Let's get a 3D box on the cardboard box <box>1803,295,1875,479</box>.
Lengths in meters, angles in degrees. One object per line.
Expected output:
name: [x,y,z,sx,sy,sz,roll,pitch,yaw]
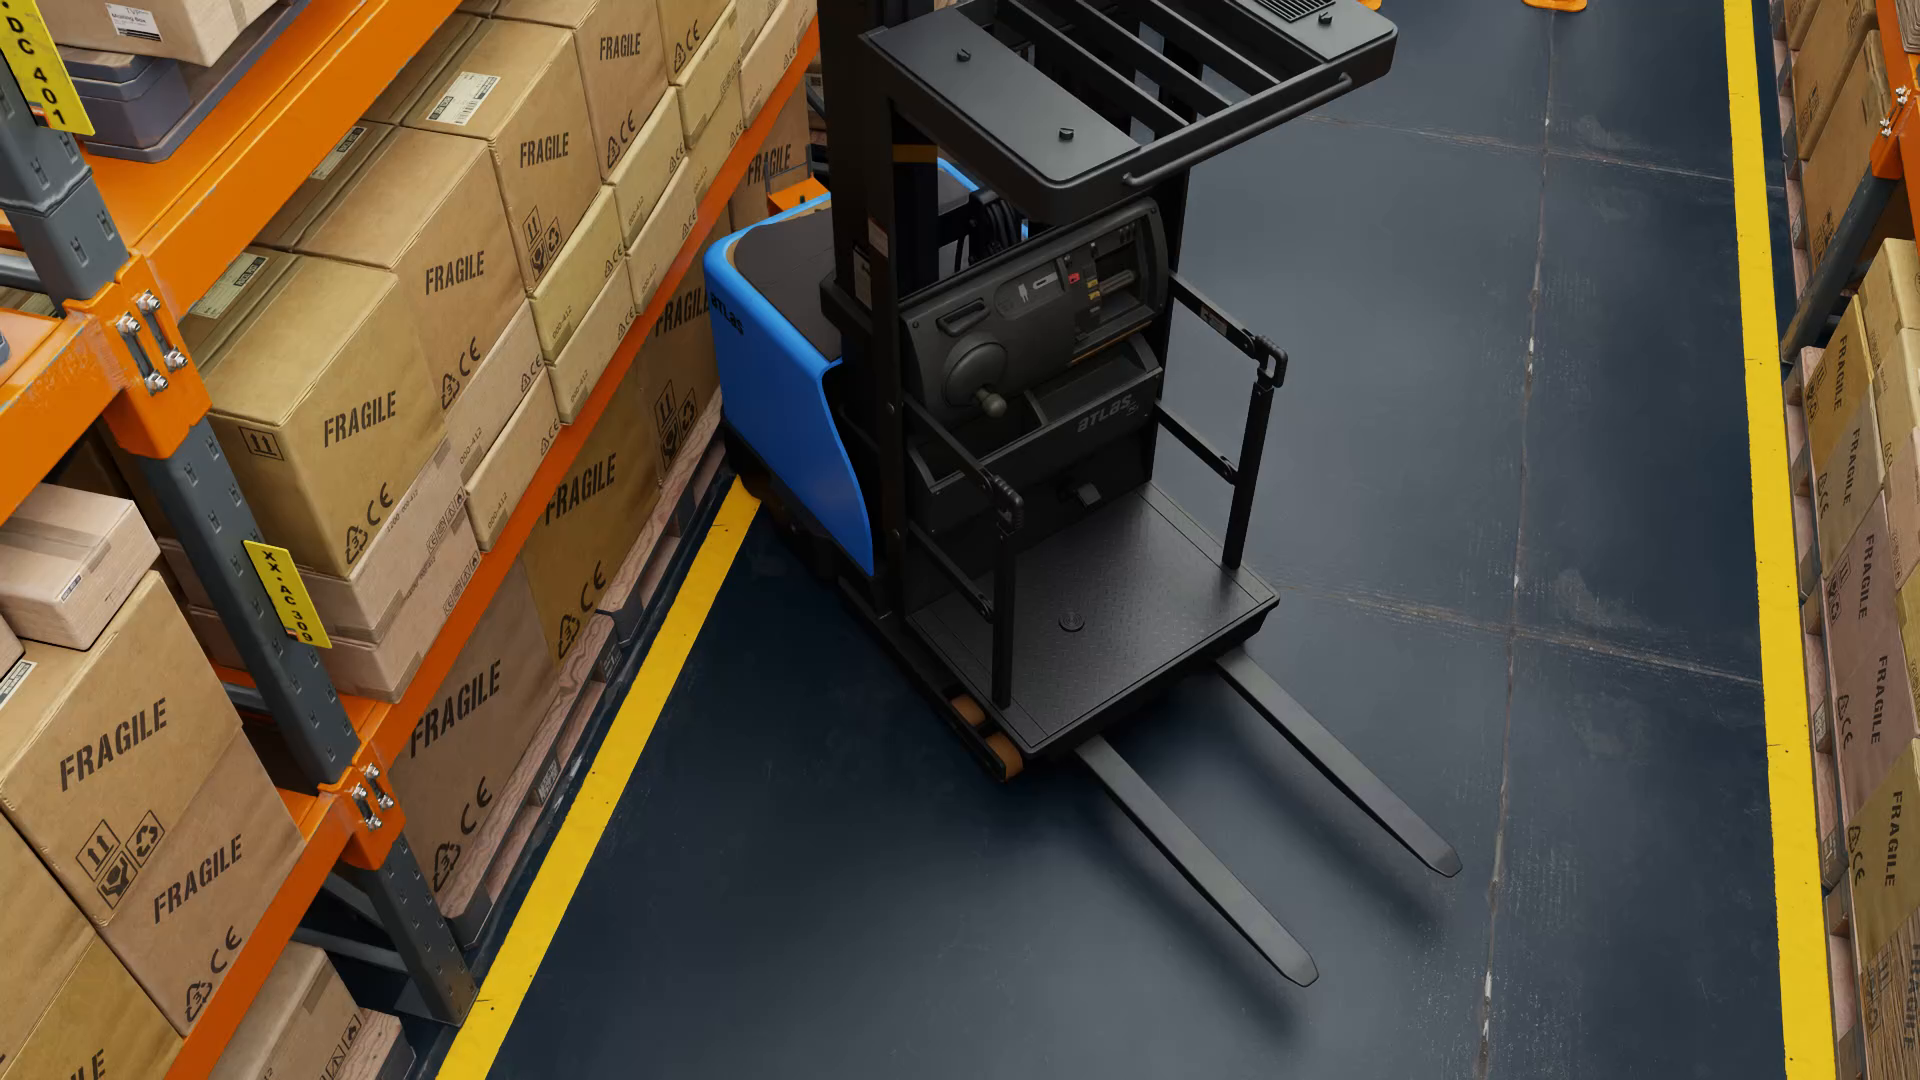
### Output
cardboard box: [3.469,-0.517,6.093,0.500,0.500,0.500,10,49,8]

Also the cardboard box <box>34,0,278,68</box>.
cardboard box: [-1.485,-1.057,2.991,0.396,0.266,0.258,11,50,10]

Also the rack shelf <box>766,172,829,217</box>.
rack shelf: [-0.563,-1.175,6.222,0.215,0.259,0.240,-29,55,-23]

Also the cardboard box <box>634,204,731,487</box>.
cardboard box: [-1.402,-0.879,6.162,0.875,0.875,0.875,12,50,10]

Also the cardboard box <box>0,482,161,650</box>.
cardboard box: [-1.728,0.030,3.057,0.380,0.149,0.250,11,49,9]

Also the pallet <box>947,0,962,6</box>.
pallet: [-0.371,-3.092,8.838,1.003,0.211,1.213,12,50,10]

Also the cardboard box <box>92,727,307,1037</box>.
cardboard box: [-1.829,0.676,3.586,0.500,0.500,0.500,12,50,10]

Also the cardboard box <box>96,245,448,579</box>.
cardboard box: [-1.561,-0.303,3.783,0.500,0.500,0.500,12,50,10]

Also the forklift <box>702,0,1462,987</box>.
forklift: [0.371,-0.590,4.816,1.130,2.935,3.031,-29,55,-23]

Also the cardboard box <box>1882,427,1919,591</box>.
cardboard box: [3.210,-0.053,5.183,0.500,0.250,0.500,12,50,10]

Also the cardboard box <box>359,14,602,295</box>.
cardboard box: [-1.319,-1.038,4.432,0.500,0.500,0.500,10,49,9]

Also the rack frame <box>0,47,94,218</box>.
rack frame: [-1.954,-1.662,1.715,1.000,3.000,0.127,12,50,10]

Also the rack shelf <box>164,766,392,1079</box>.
rack shelf: [-2.480,2.008,2.957,1.077,0.370,4.000,12,50,10]

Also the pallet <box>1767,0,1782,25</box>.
pallet: [4.823,-3.064,8.814,1.003,0.211,1.213,12,50,10]

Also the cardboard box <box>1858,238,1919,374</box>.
cardboard box: [3.486,-0.776,5.821,0.500,0.250,0.500,10,49,8]

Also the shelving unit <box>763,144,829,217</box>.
shelving unit: [-0.563,-0.994,6.427,0.215,1.050,0.252,-29,55,-23]

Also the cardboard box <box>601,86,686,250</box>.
cardboard box: [-1.166,-1.164,5.043,0.500,0.250,0.500,10,49,9]

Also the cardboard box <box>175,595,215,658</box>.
cardboard box: [-2.079,-0.002,4.351,0.500,0.250,0.500,10,49,9]

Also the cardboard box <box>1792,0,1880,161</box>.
cardboard box: [4.375,-2.117,7.338,1.050,0.750,0.750,12,50,11]

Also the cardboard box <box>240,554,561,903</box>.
cardboard box: [-1.868,0.423,5.013,0.875,0.875,0.875,13,50,11]

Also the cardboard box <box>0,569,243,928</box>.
cardboard box: [-1.812,0.355,3.203,0.500,0.500,0.500,11,50,10]

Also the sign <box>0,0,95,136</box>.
sign: [-1.418,-0.758,2.520,0.100,0.325,0.005,12,50,10]

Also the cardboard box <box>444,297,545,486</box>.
cardboard box: [-1.456,-0.438,4.403,0.500,0.250,0.500,12,50,11]

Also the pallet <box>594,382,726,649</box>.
pallet: [-1.504,-0.213,6.297,1.003,0.211,1.213,12,50,10]

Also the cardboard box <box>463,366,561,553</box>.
cardboard box: [-1.449,-0.268,4.586,0.500,0.250,0.500,10,49,9]

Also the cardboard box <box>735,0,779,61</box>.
cardboard box: [-0.915,-1.914,5.705,0.500,0.250,0.500,10,49,9]

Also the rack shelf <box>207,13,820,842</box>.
rack shelf: [-1.428,-0.886,5.511,1.077,0.370,4.000,12,50,10]

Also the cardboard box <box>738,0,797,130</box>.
cardboard box: [-0.903,-1.731,5.877,0.500,0.250,0.500,12,50,11]

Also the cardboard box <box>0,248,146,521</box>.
cardboard box: [-2.079,-0.414,3.881,0.500,0.500,0.500,13,50,11]

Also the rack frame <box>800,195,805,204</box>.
rack frame: [-0.490,-0.921,6.362,0.200,1.050,0.008,-29,55,-23]

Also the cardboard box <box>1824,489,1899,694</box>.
cardboard box: [3.209,0.219,5.443,0.500,0.500,0.500,10,49,9]

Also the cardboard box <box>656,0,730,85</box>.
cardboard box: [-1.049,-1.778,5.085,0.500,0.500,0.500,12,50,10]

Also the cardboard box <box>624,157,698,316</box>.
cardboard box: [-1.158,-0.996,5.228,0.500,0.250,0.500,11,49,9]

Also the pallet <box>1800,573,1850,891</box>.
pallet: [3.371,0.701,5.491,1.003,0.211,1.213,12,50,10]

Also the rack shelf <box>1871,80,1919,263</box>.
rack shelf: [3.375,0.018,4.713,1.077,0.370,4.000,12,50,10]

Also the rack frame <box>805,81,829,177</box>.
rack frame: [-0.901,-2.570,6.518,1.000,3.000,0.127,12,50,10]

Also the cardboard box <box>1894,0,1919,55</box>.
cardboard box: [3.760,-2.078,6.017,0.500,0.500,0.500,12,50,10]

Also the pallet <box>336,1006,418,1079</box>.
pallet: [-2.230,1.780,4.538,1.003,0.211,1.213,12,50,10]

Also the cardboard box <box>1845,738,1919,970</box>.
cardboard box: [2.935,0.959,4.790,0.500,0.500,0.500,11,49,9]

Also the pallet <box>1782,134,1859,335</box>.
pallet: [4.181,-1.299,7.256,1.003,0.211,1.213,12,50,10]

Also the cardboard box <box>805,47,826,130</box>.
cardboard box: [-0.743,-2.246,7.705,0.950,0.372,0.625,9,49,7]

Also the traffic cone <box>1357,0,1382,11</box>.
traffic cone: [2.064,-3.044,8.628,0.336,0.463,0.334,12,50,10]
